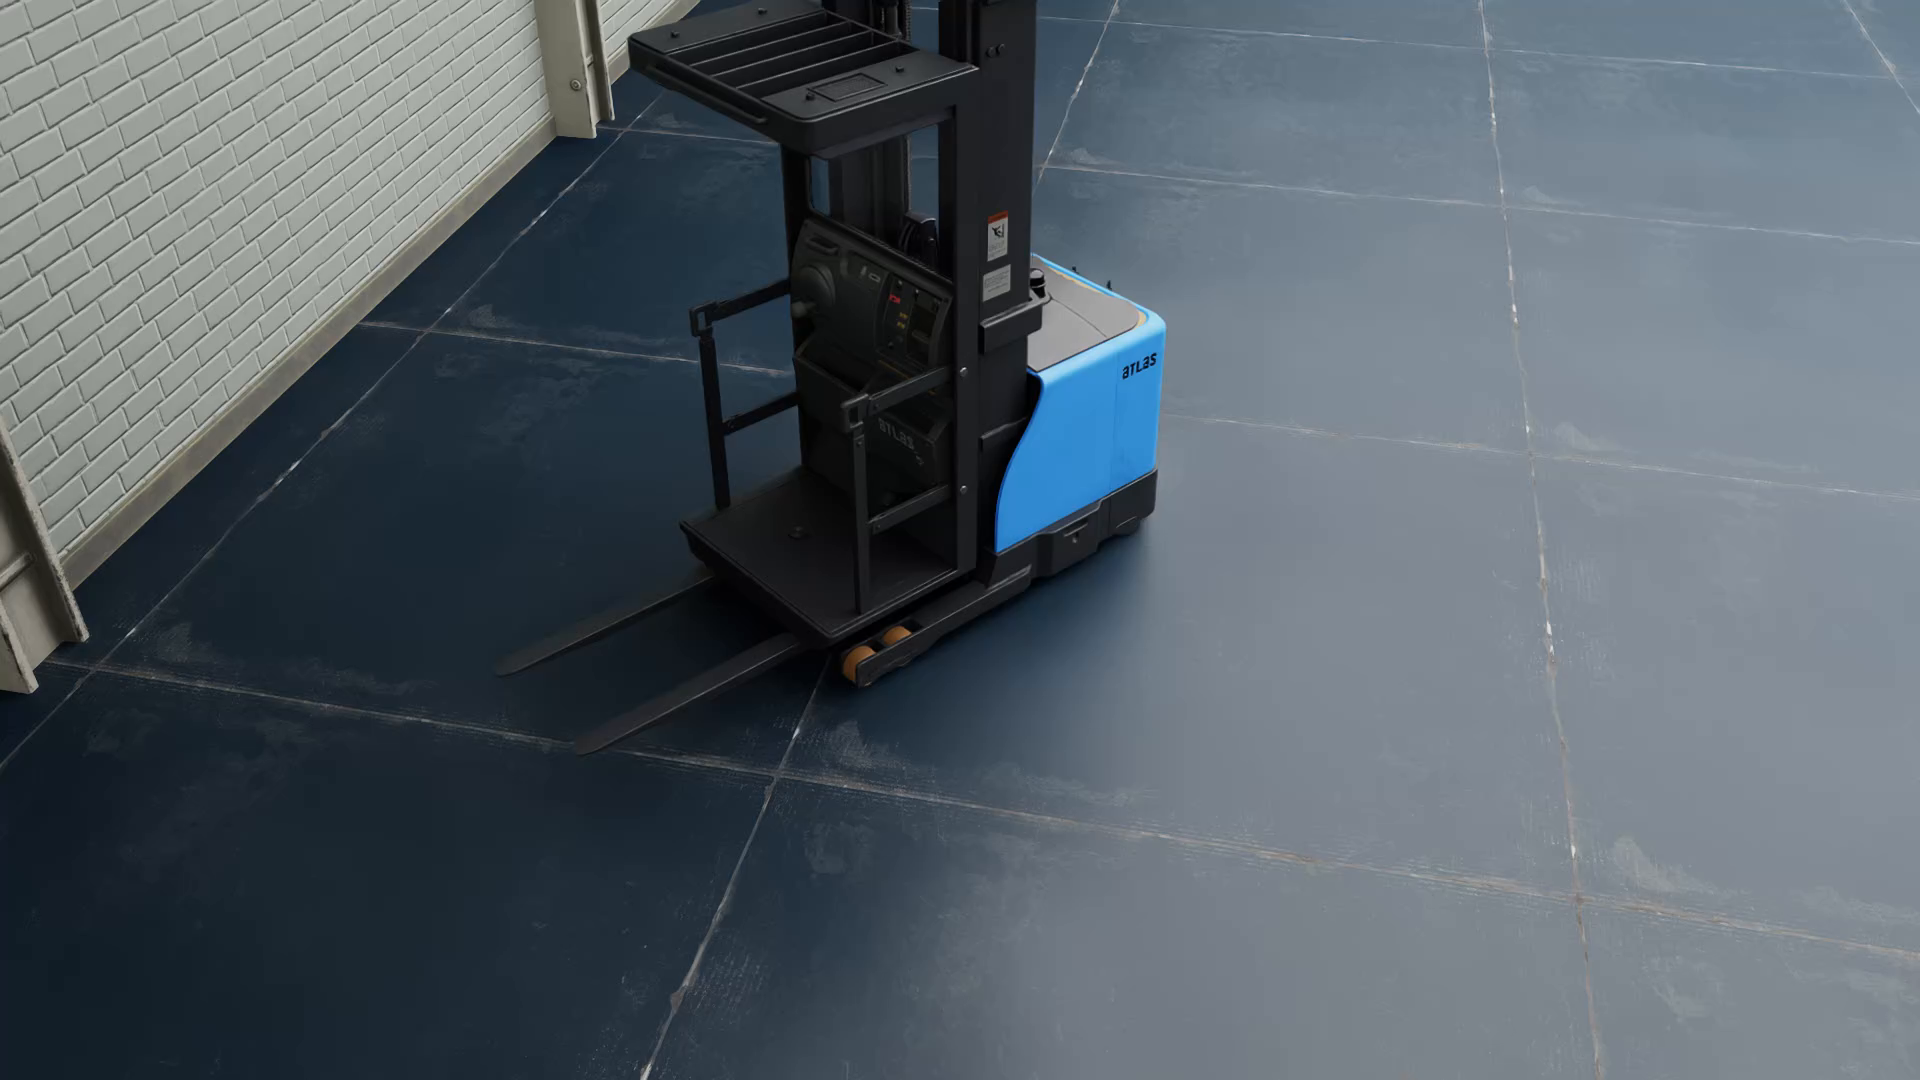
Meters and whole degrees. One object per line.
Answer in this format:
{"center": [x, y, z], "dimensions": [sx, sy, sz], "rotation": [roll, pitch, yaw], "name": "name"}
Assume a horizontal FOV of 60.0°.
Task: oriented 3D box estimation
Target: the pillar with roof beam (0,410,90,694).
{"center": [0.256, -2.601, 3.670], "dimensions": [9.100, 9.000, 0.400], "rotation": [7, 37, 10], "name": "pillar with roof beam"}

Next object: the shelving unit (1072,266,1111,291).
{"center": [0.549, -0.864, 8.169], "dimensions": [0.258, 0.900, 0.210], "rotation": [29, 43, 34], "name": "shelving unit"}

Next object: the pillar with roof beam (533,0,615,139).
{"center": [1.538, -6.040, 8.416], "dimensions": [9.100, 9.000, 0.400], "rotation": [7, 37, 10], "name": "pillar with roof beam"}

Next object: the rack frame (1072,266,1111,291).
{"center": [0.619, -0.904, 8.231], "dimensions": [0.240, 0.900, 0.006], "rotation": [29, 43, 34], "name": "rack frame"}

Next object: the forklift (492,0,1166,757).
{"center": [-0.520, -0.928, 6.532], "dimensions": [3.031, 2.935, 1.130], "rotation": [-27, 44, -32], "name": "forklift"}
